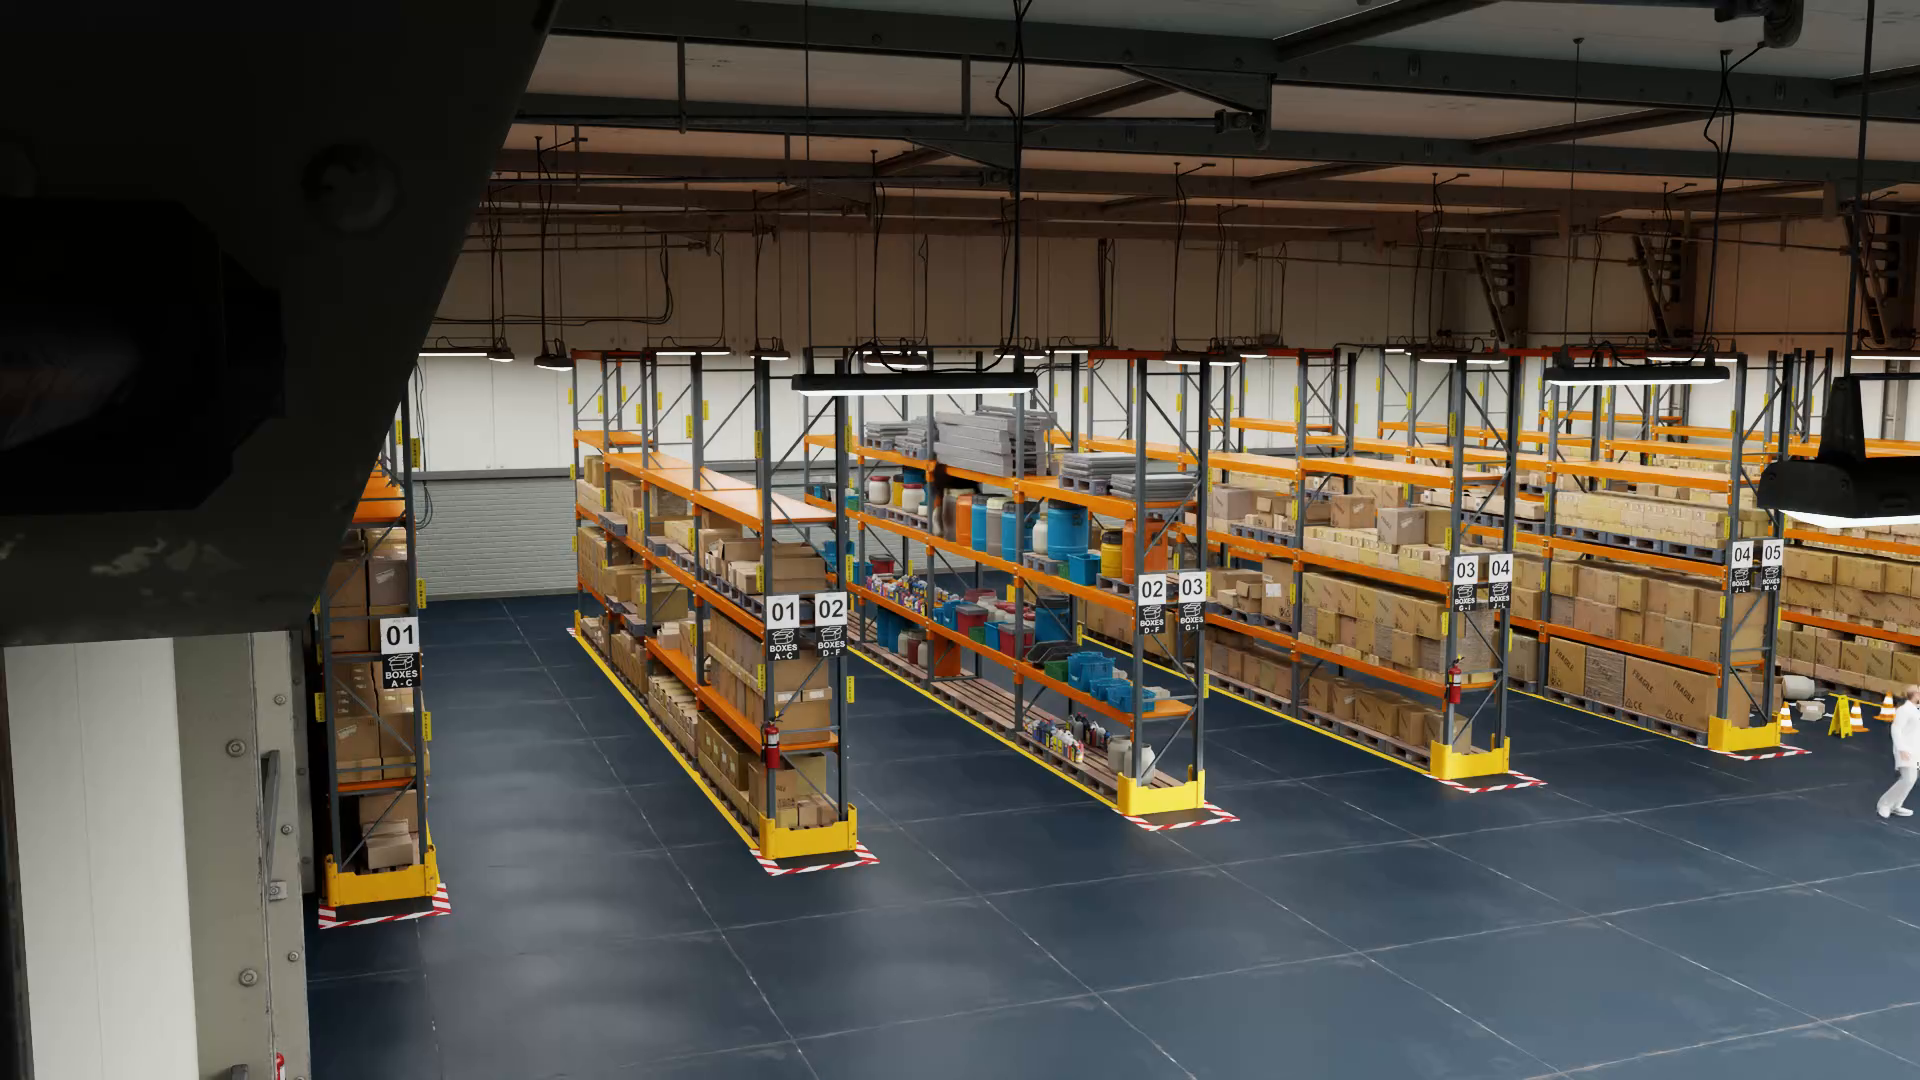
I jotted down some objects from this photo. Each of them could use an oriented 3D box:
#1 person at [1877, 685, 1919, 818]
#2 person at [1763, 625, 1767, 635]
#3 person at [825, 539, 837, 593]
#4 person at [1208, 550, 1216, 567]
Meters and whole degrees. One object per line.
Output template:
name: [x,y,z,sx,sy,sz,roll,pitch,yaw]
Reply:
person: [12.408,2.770,21.725,0.600,1.744,0.822,6,10,42]
person: [16.257,1.408,33.423,0.703,1.576,0.975,-5,9,-36]
person: [-3.088,0.802,38.010,0.690,1.648,0.621,-2,7,-18]
person: [6.171,0.370,41.251,0.829,1.771,0.634,-4,8,-29]
